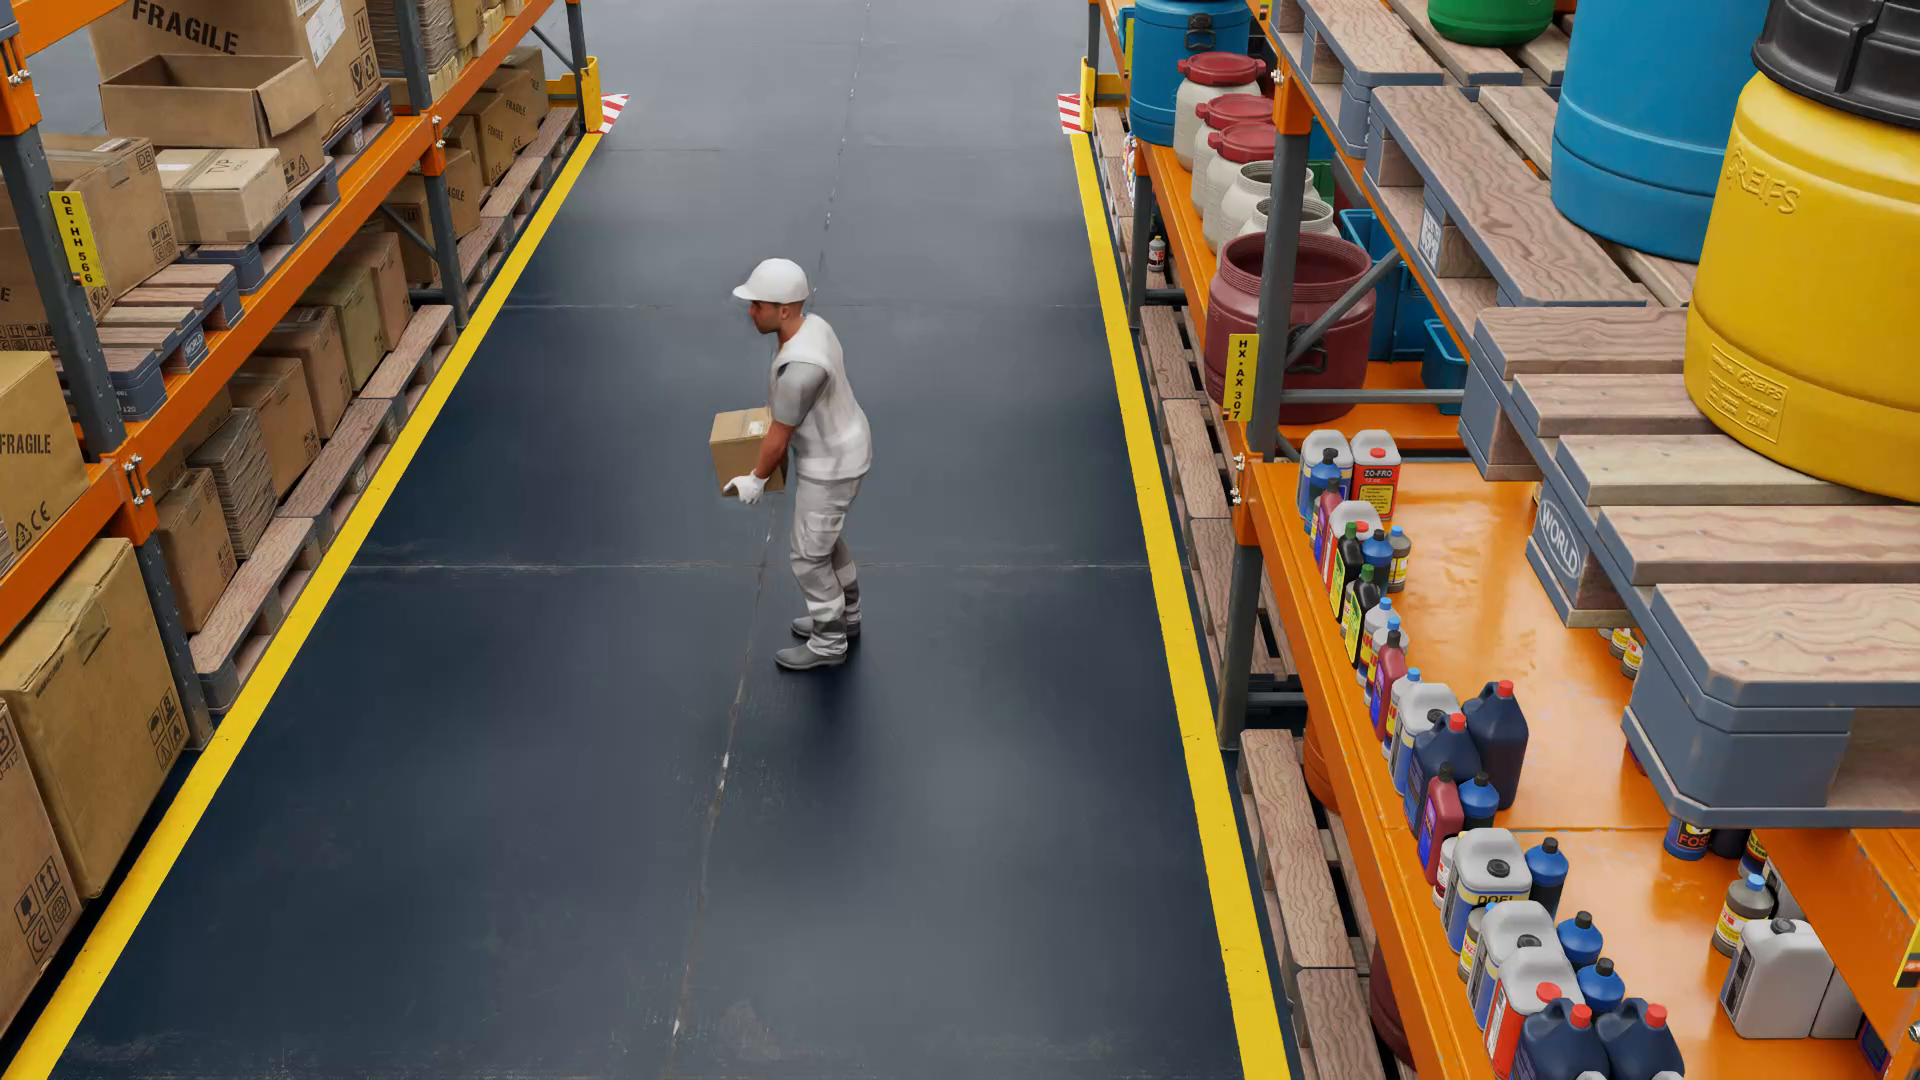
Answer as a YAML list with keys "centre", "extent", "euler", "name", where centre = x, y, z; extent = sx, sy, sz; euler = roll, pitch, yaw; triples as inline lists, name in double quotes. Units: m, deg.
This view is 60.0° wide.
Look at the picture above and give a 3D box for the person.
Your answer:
- centre: [-0.639, -0.283, 6.603]
  extent: [0.582, 1.760, 0.491]
  euler: [-1, 31, -1]
  name: "person"
